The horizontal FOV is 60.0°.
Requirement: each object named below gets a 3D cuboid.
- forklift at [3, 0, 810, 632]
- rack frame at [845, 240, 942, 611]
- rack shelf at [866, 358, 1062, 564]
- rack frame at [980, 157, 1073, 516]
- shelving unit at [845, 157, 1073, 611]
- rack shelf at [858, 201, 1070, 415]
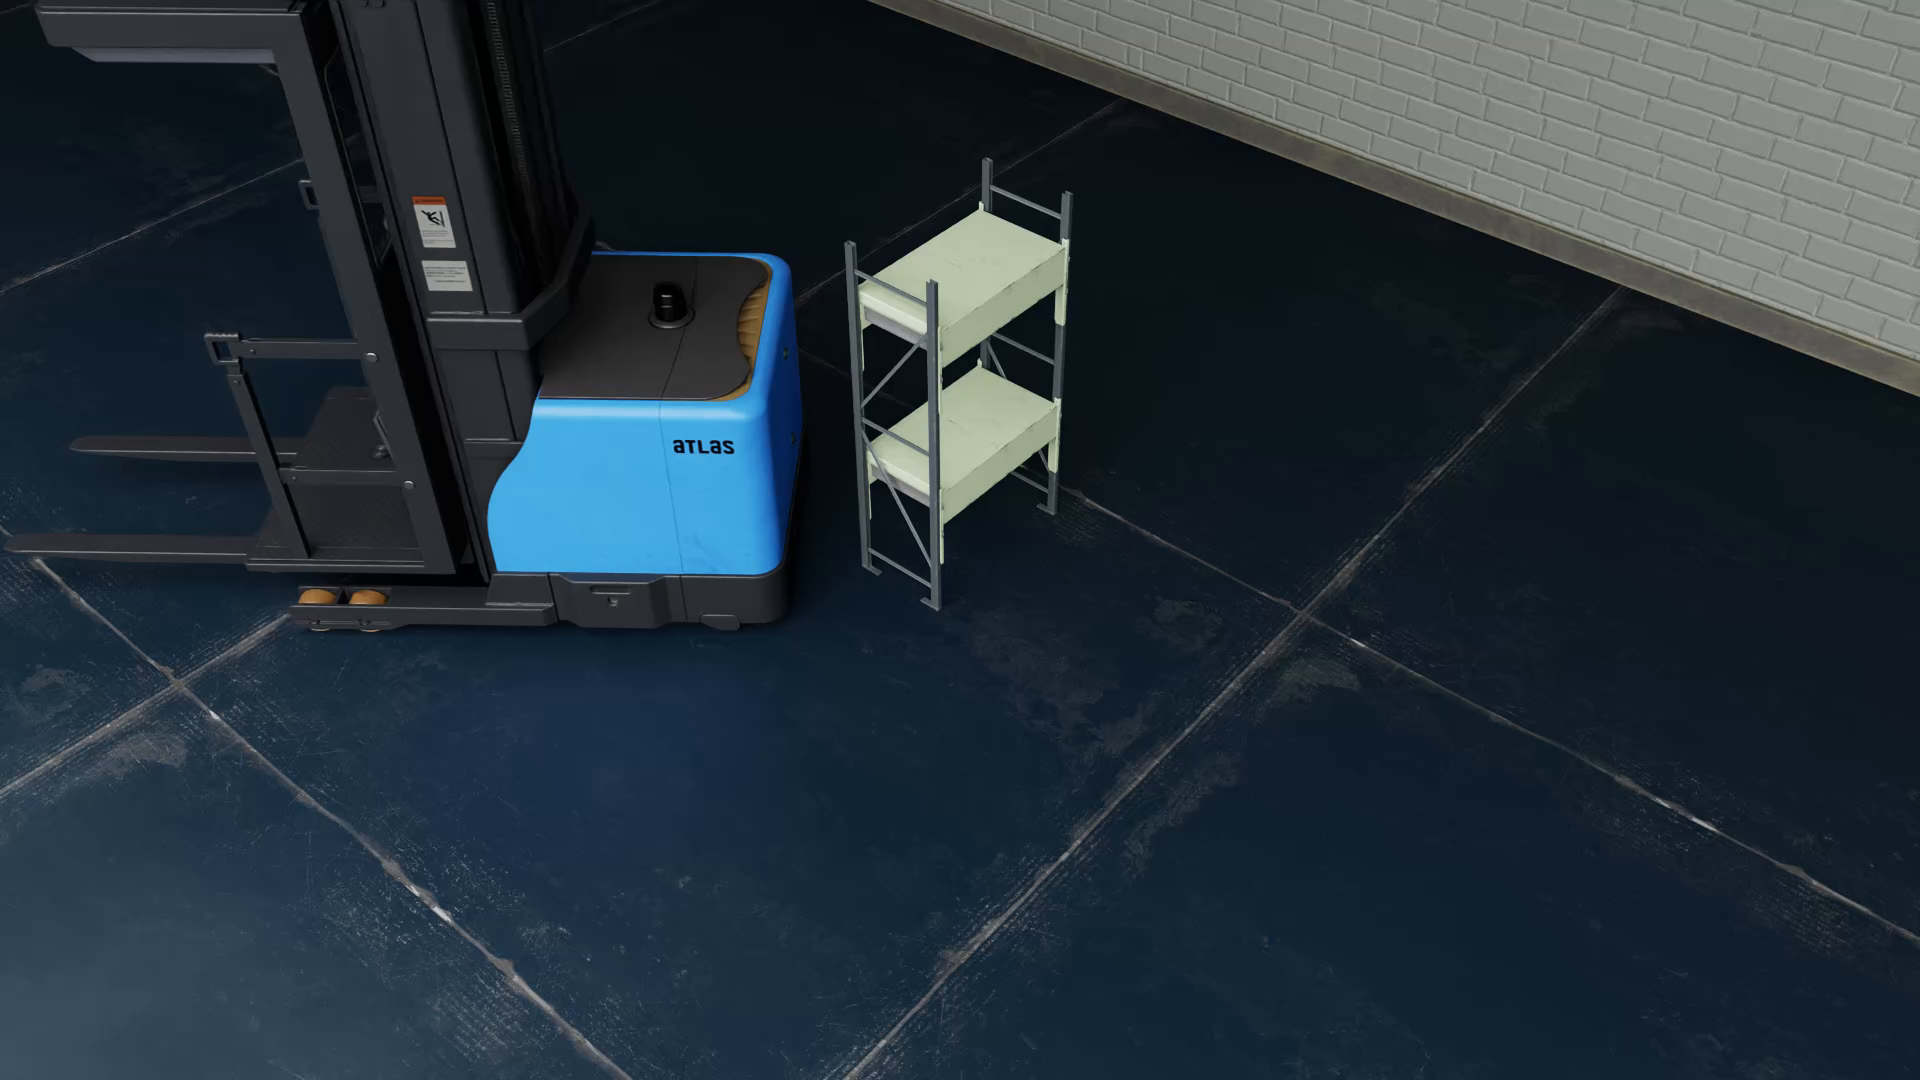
[{"bbox_3d":[-2.156,-1.089,5.769,3.031,2.935,1.130,1,42,1],"label":"forklift"},{"bbox_3d":[-0.231,-0.370,6.042,0.400,1.500,0.023,29,50,28],"label":"rack frame"},{"bbox_3d":[0.004,-0.317,6.469,0.431,0.370,0.720,29,50,28],"label":"rack shelf"},{"bbox_3d":[0.240,-0.747,6.457,0.400,1.500,0.023,29,50,28],"label":"rack frame"},{"bbox_3d":[0.004,-0.558,6.249,0.431,1.500,0.755,29,50,28],"label":"shelving unit"},{"bbox_3d":[0.004,-0.847,5.987,0.431,0.370,0.720,29,50,28],"label":"rack shelf"}]
